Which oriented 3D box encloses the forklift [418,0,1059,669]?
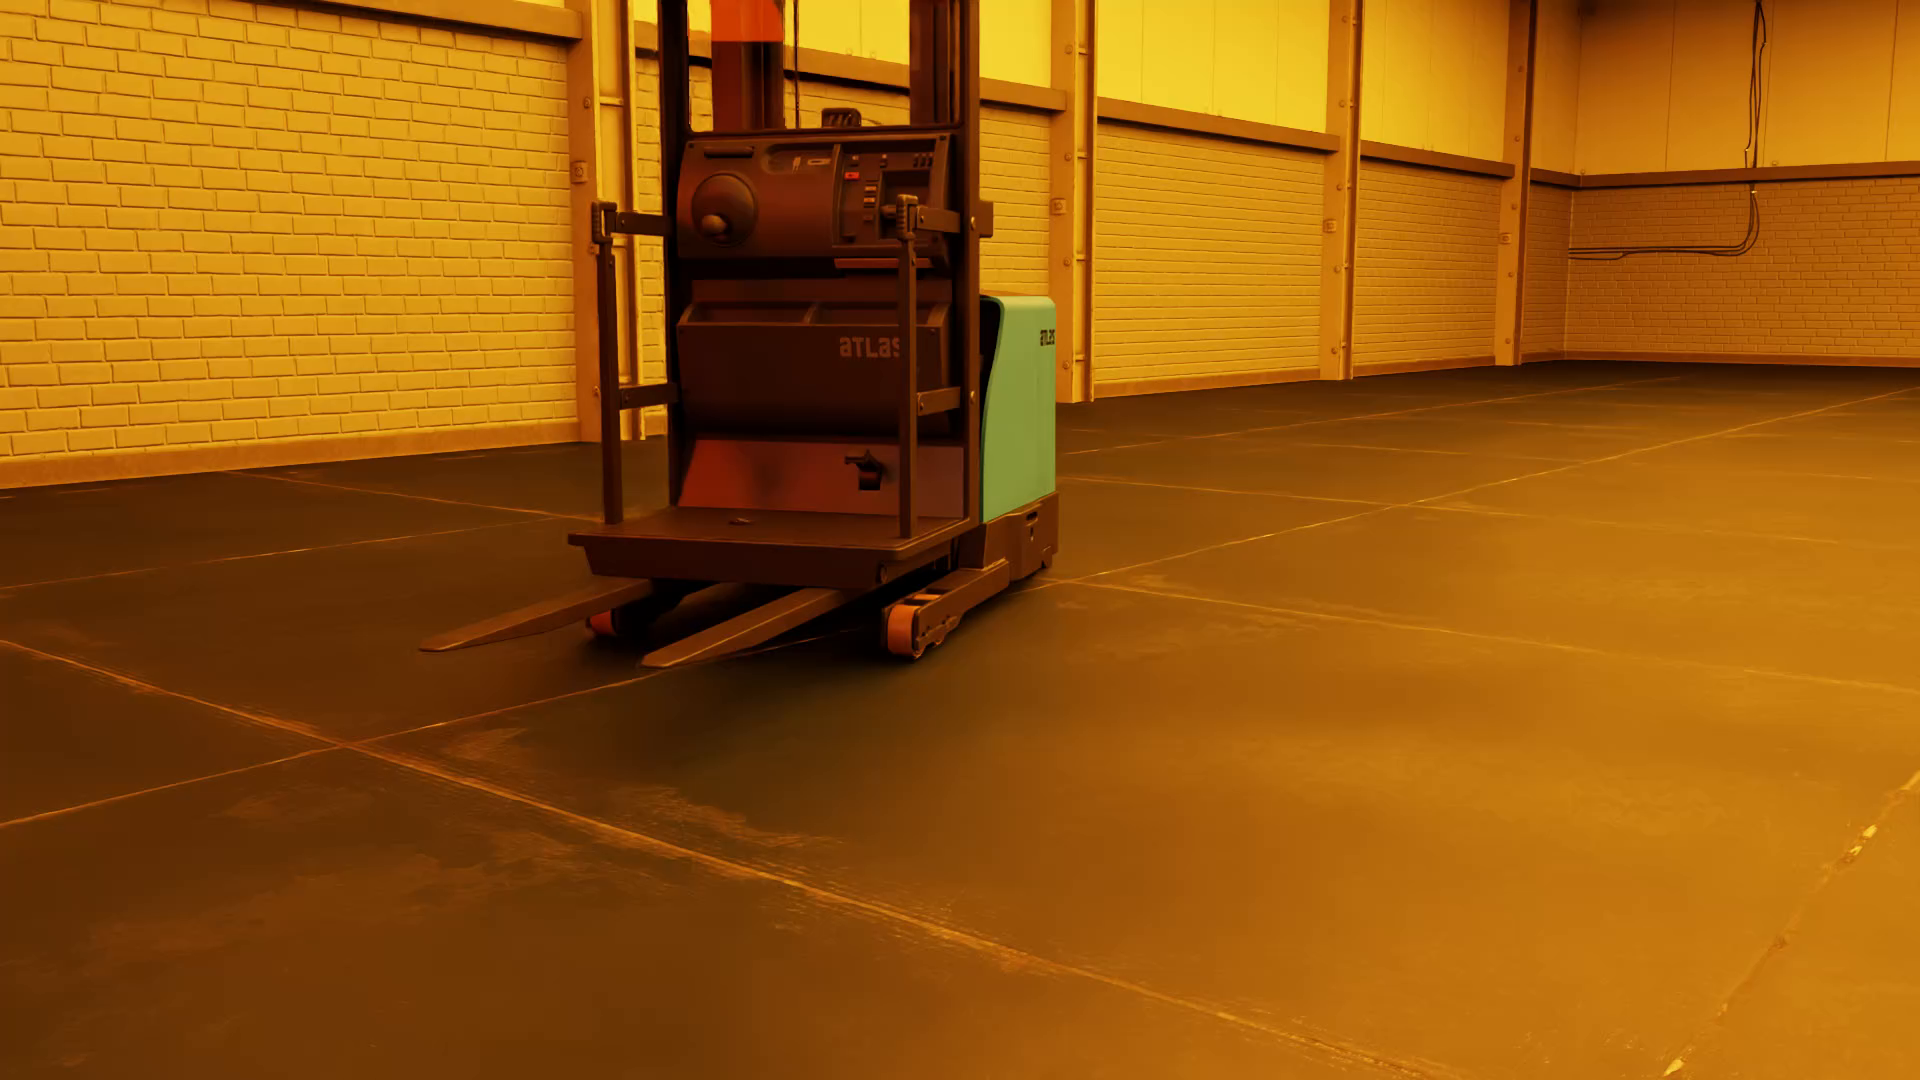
[{"bbox_3d":[-0.545,-1.159,5.203,1.130,2.935,3.031,3,9,18],"label":"forklift"}]
